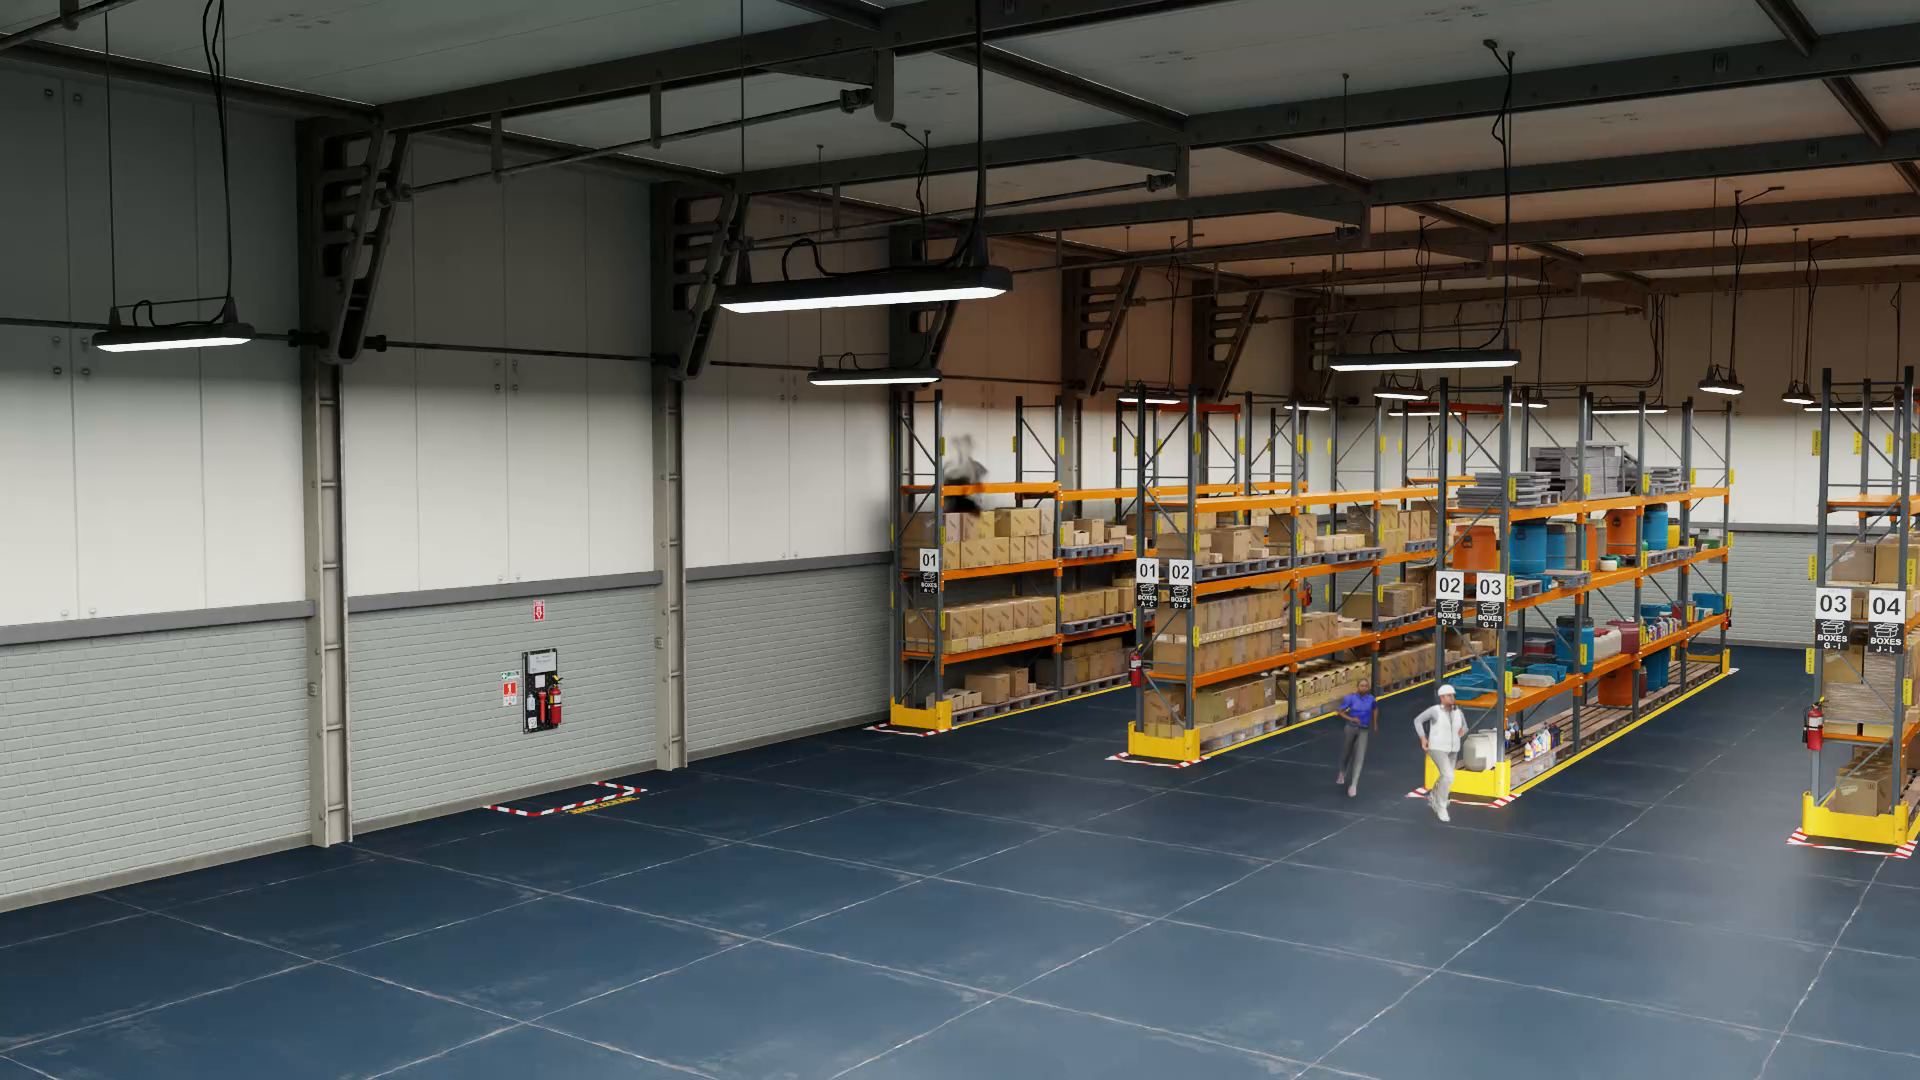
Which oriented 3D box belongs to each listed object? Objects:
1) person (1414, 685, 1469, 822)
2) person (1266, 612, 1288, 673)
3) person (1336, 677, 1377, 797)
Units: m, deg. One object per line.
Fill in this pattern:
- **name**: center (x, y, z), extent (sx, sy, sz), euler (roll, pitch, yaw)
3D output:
- **person**: center (6.546, 2.857, 22.445), extent (0.641, 1.818, 0.725), euler (-1, 3, -22)
- **person**: center (6.679, 2.170, 35.197), extent (0.641, 1.783, 0.727), euler (2, 4, 30)
- **person**: center (5.771, 2.820, 24.133), extent (0.613, 1.669, 0.891), euler (0, 3, 4)
